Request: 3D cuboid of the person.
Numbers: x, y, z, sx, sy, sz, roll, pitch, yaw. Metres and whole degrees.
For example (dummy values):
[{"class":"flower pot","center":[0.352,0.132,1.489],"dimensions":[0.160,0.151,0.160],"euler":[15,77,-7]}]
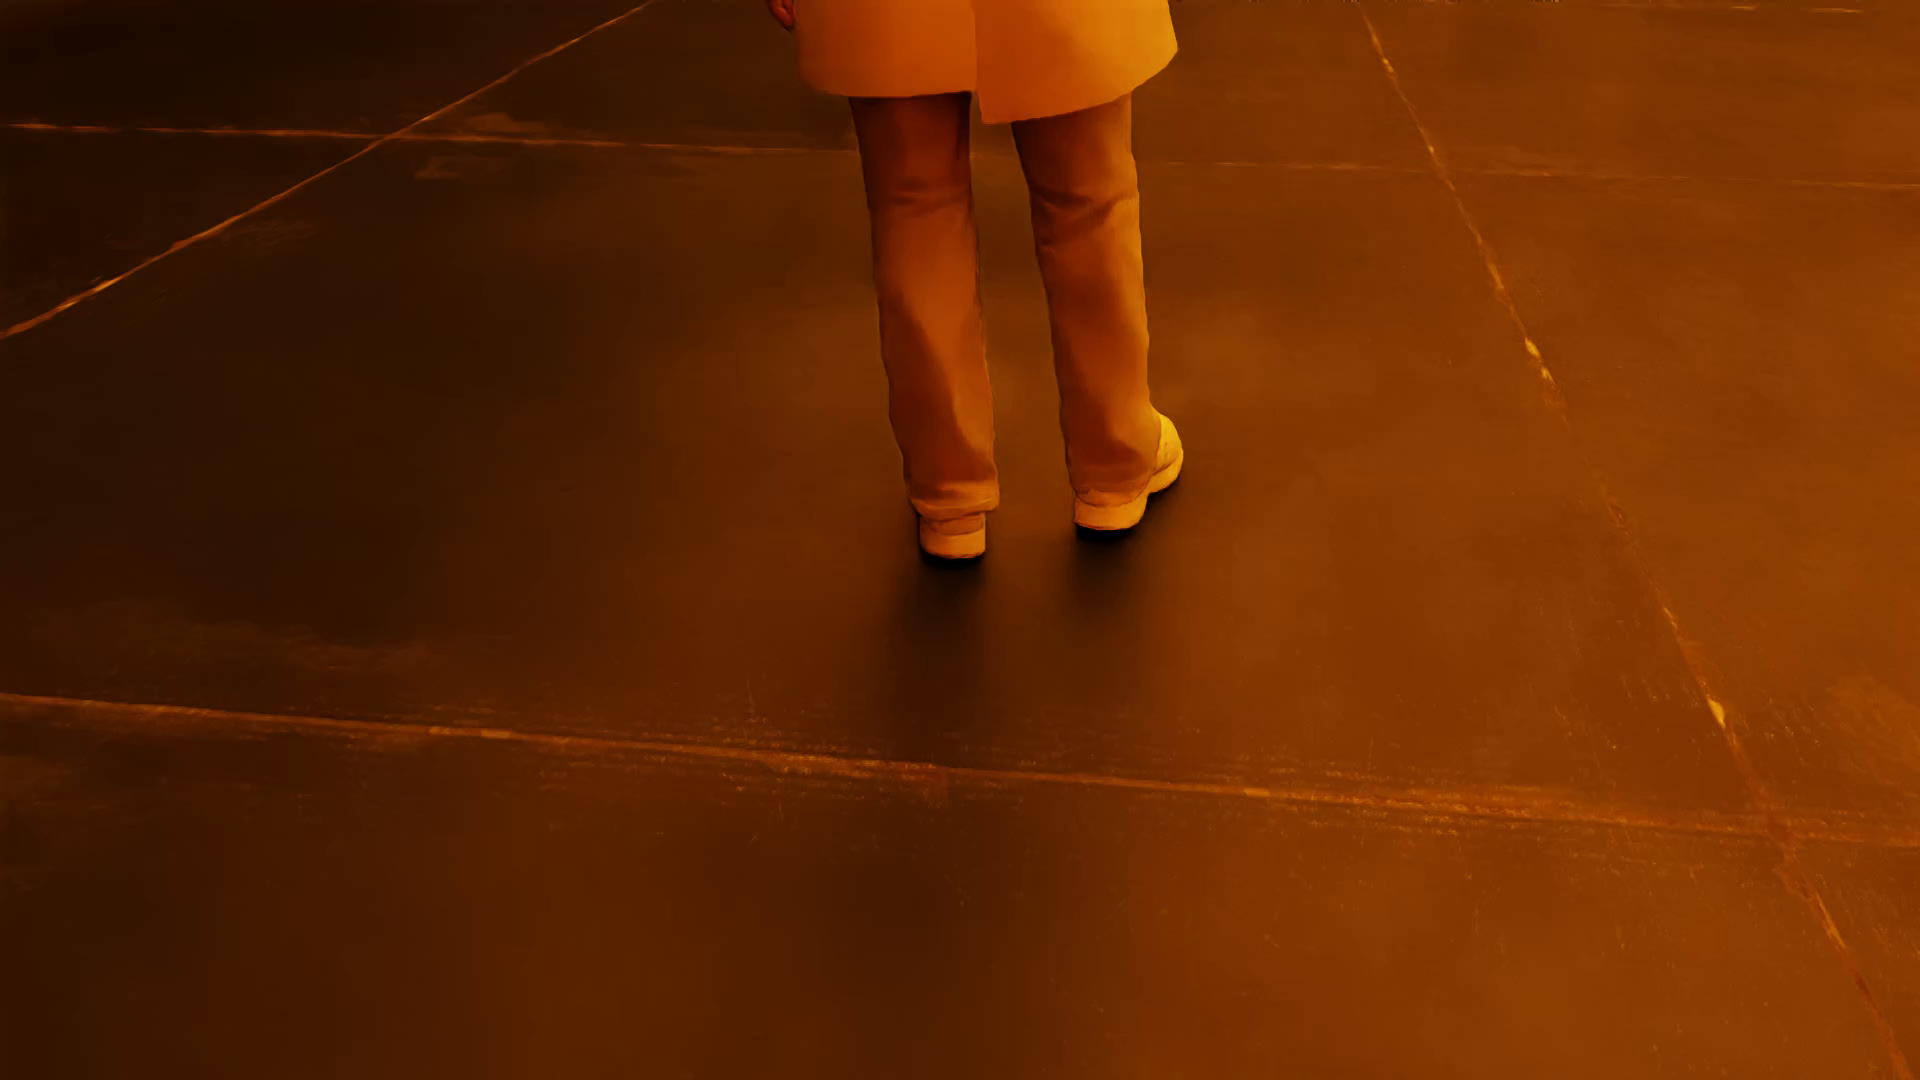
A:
[{"class":"person","center":[0.017,-0.842,2.180],"dimensions":[0.694,1.776,0.579],"euler":[3,27,7]}]
